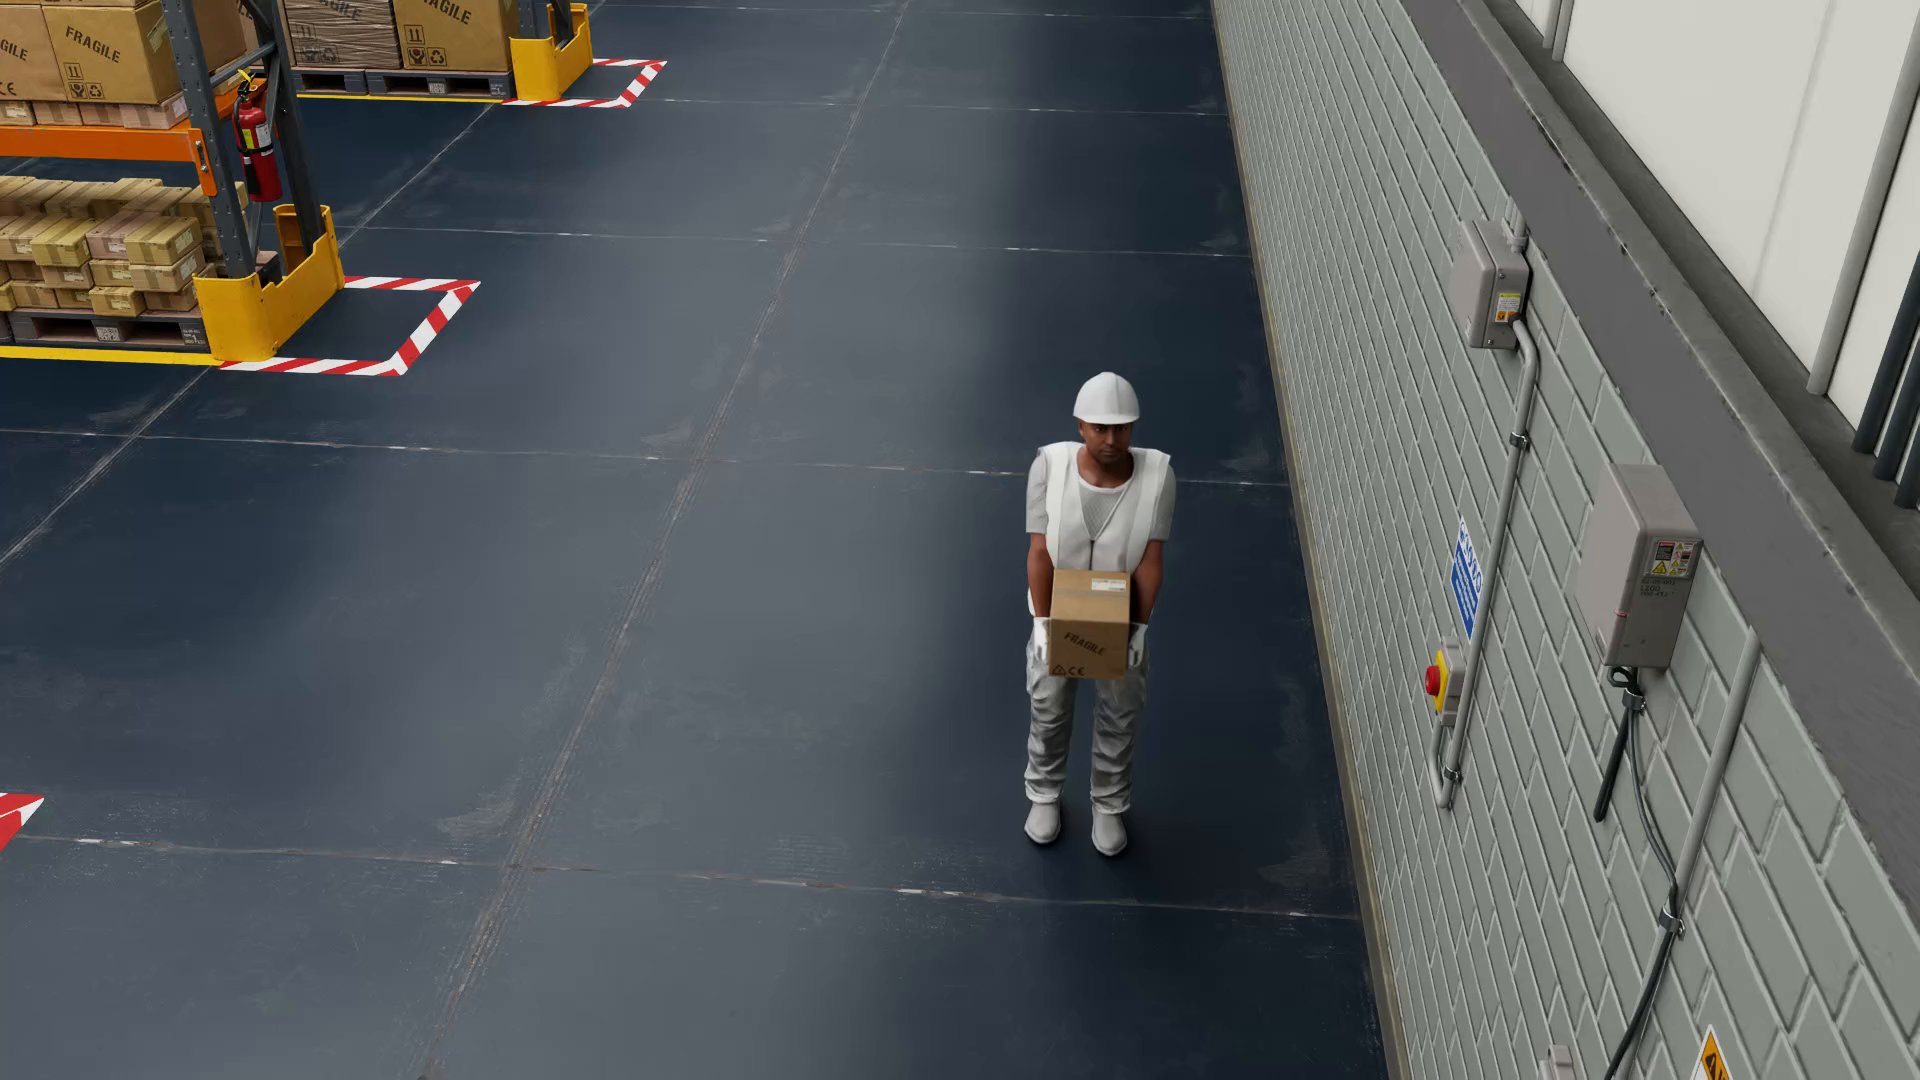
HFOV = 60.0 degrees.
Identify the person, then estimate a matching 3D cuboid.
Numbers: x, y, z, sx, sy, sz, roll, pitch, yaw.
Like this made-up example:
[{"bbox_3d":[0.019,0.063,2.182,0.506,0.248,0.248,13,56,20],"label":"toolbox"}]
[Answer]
[{"bbox_3d":[0.452,0.310,5.616,0.488,1.780,0.565,3,32,5],"label":"person"}]
